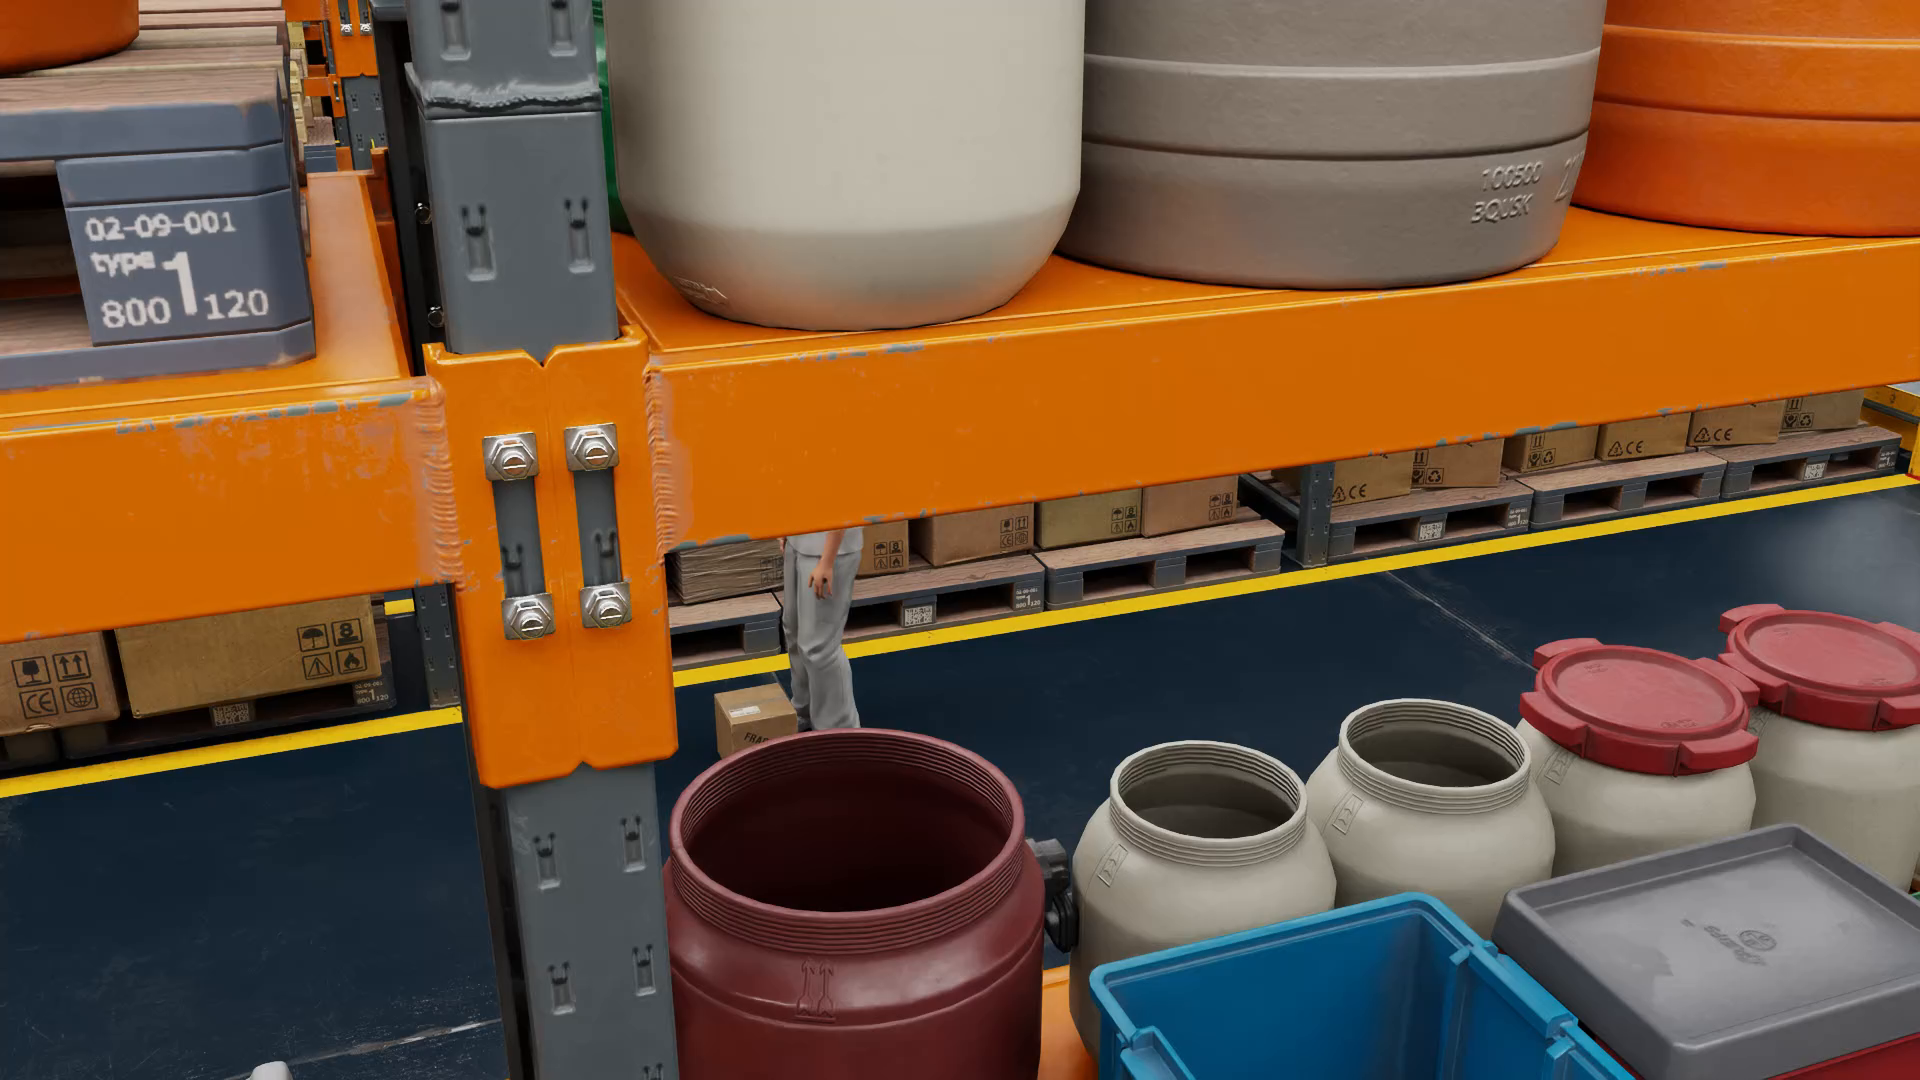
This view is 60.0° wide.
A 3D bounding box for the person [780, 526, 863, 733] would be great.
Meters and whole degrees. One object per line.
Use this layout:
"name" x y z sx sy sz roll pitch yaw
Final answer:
"person" -0.532 0.053 6.045 0.352 1.613 0.495 -9 24 -20
